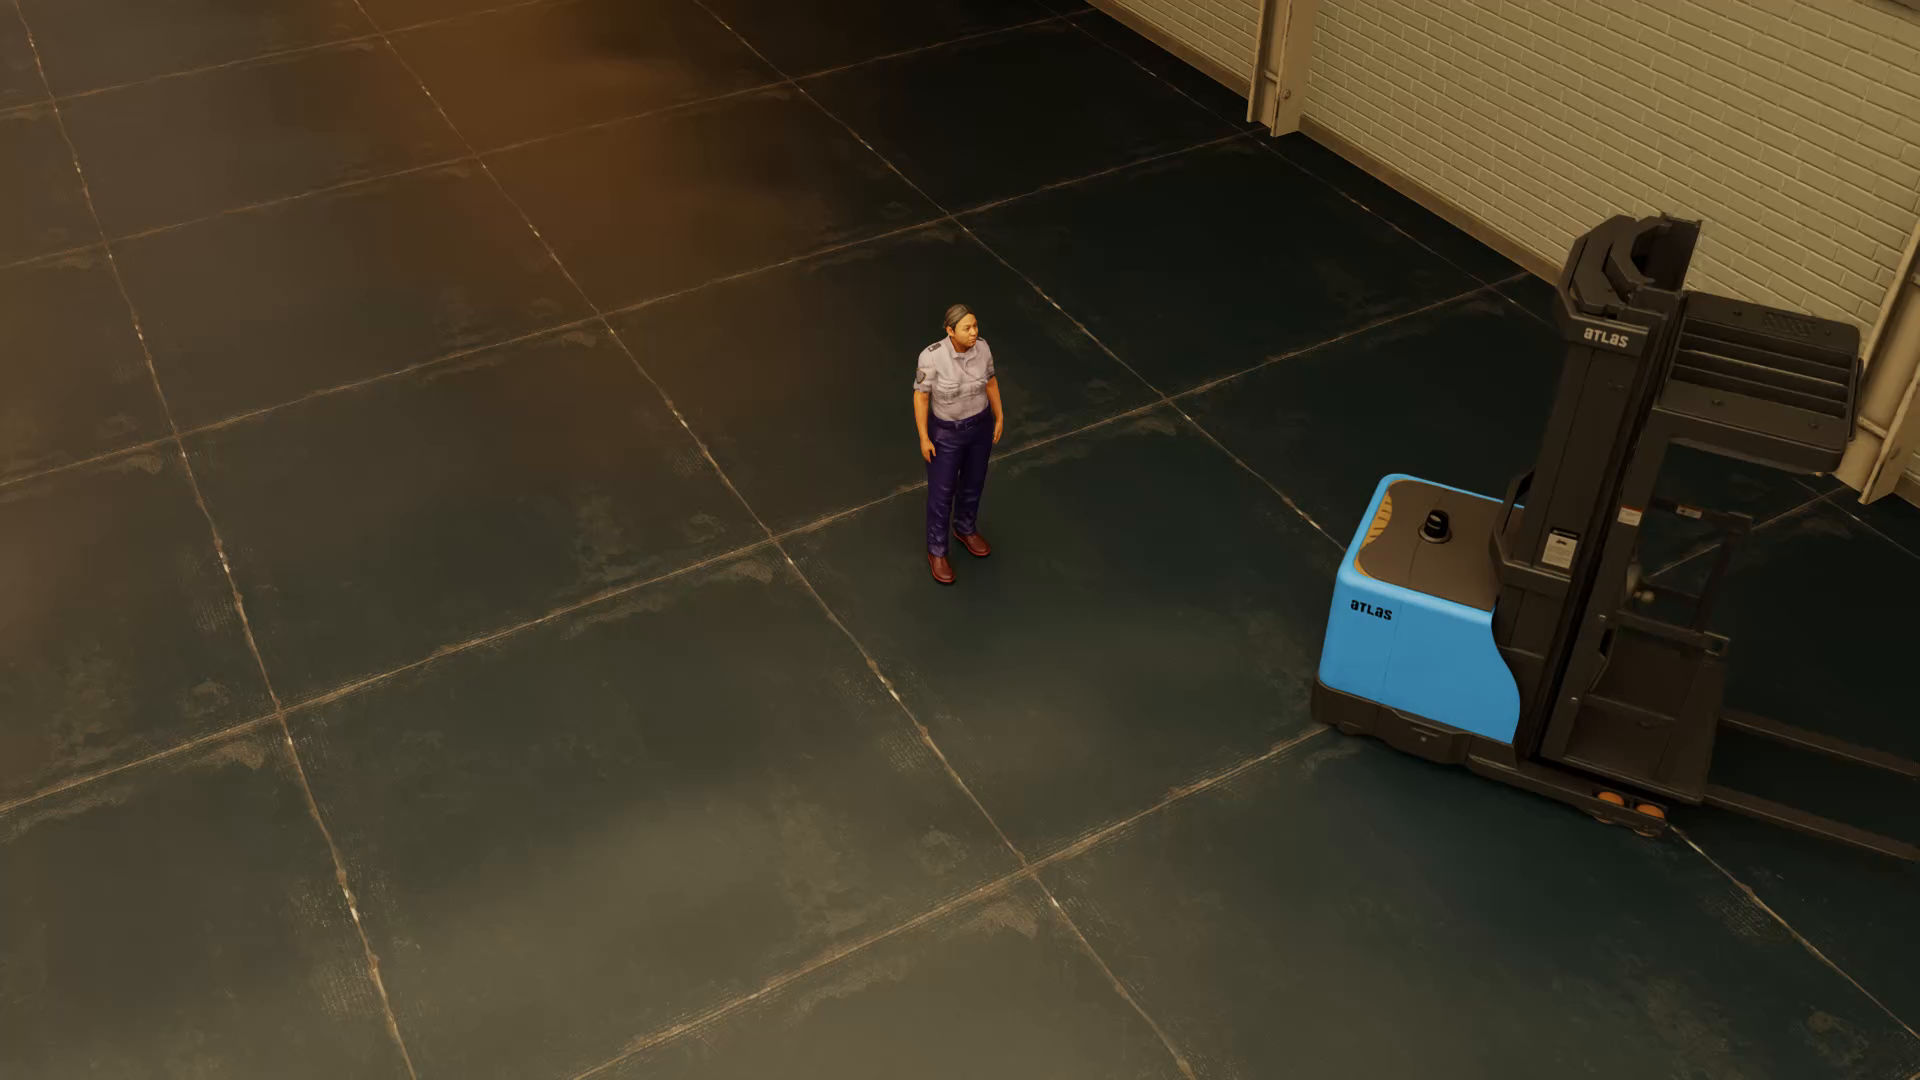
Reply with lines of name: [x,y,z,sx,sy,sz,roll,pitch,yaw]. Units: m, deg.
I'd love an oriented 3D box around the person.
person: [0.021,-0.582,9.731,0.589,1.650,0.503,-20,44,-23]

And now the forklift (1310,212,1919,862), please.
forklift: [3.473,-0.002,8.039,3.031,2.935,1.130,17,43,20]
